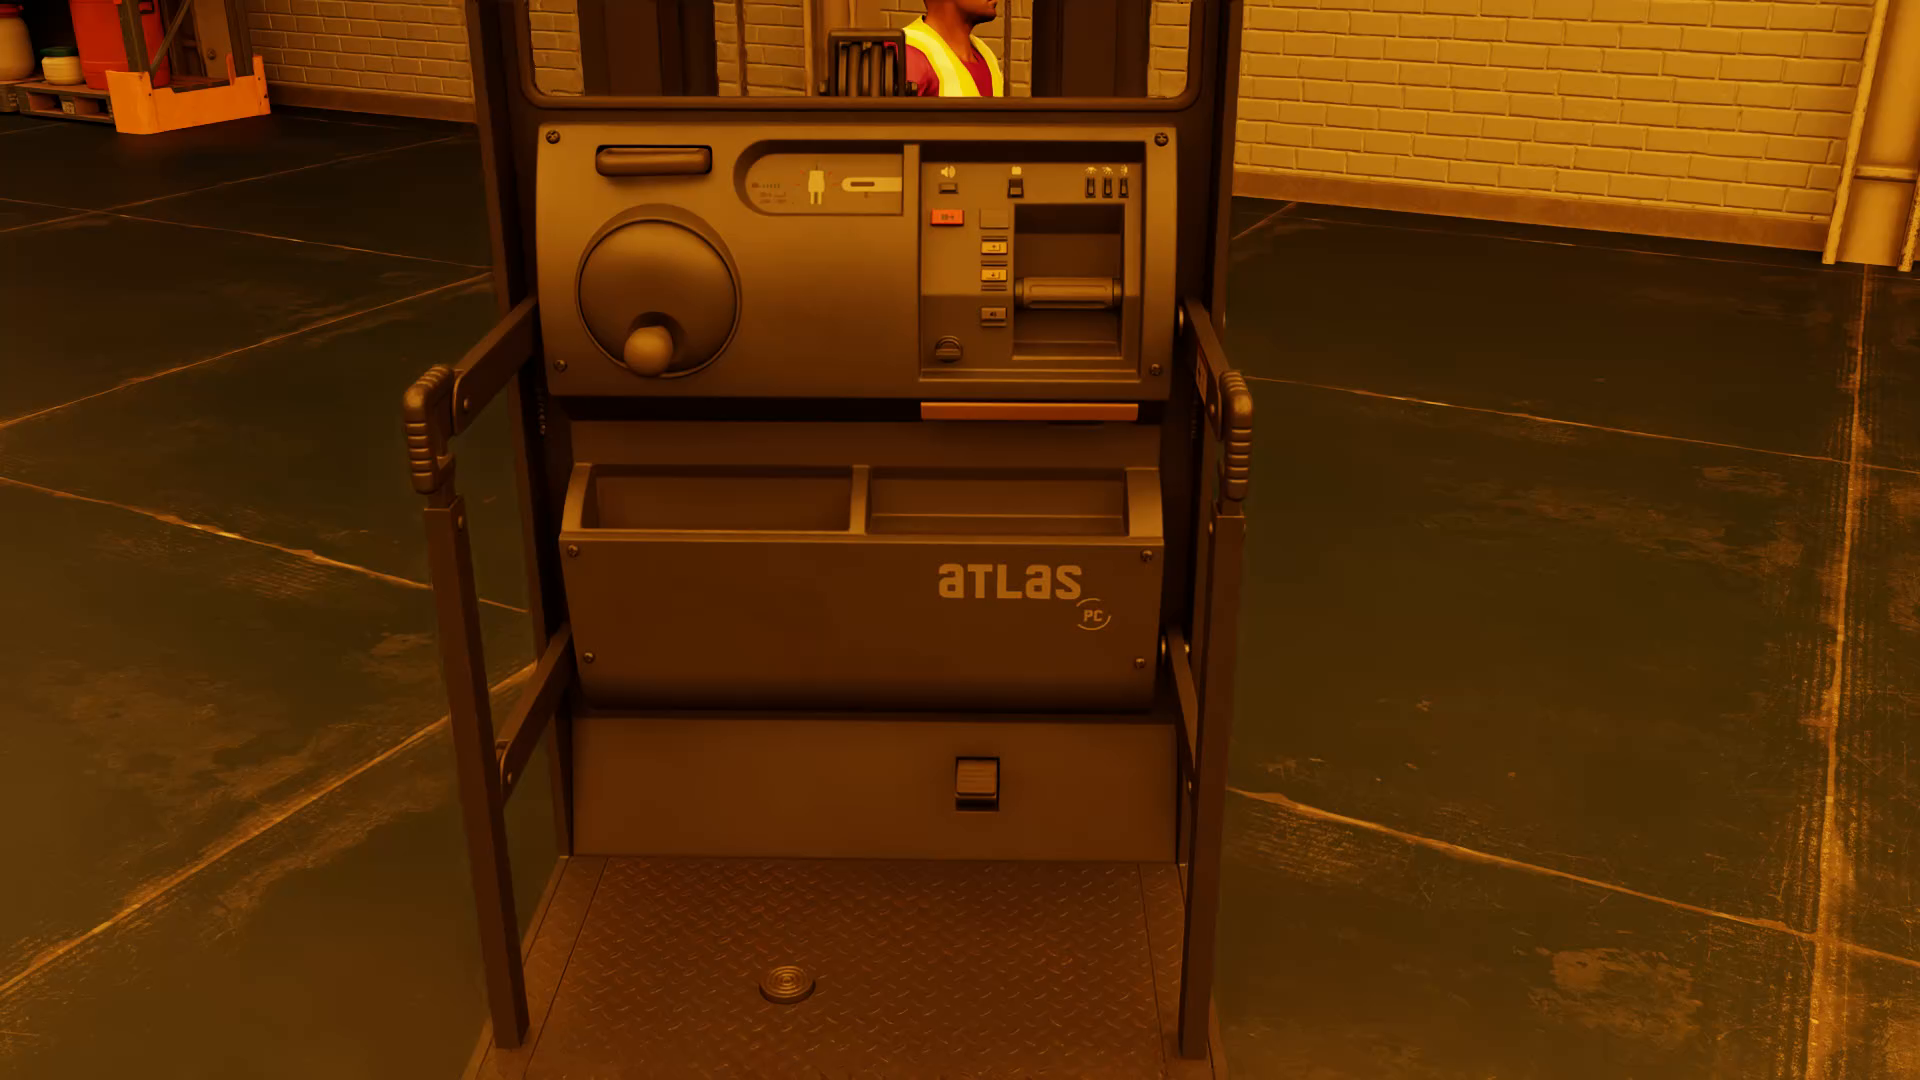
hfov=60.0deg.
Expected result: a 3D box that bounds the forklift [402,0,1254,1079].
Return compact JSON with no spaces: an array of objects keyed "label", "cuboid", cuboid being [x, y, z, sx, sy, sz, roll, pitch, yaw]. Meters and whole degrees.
[{"label":"forklift","cuboid":[-0.154,-0.392,2.231,1.130,2.935,3.031,1,23,1]}]

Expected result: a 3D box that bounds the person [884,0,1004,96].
[{"label":"person","cuboid":[0.060,-0.806,4.685,0.575,1.768,0.666,11,25,25]}]
